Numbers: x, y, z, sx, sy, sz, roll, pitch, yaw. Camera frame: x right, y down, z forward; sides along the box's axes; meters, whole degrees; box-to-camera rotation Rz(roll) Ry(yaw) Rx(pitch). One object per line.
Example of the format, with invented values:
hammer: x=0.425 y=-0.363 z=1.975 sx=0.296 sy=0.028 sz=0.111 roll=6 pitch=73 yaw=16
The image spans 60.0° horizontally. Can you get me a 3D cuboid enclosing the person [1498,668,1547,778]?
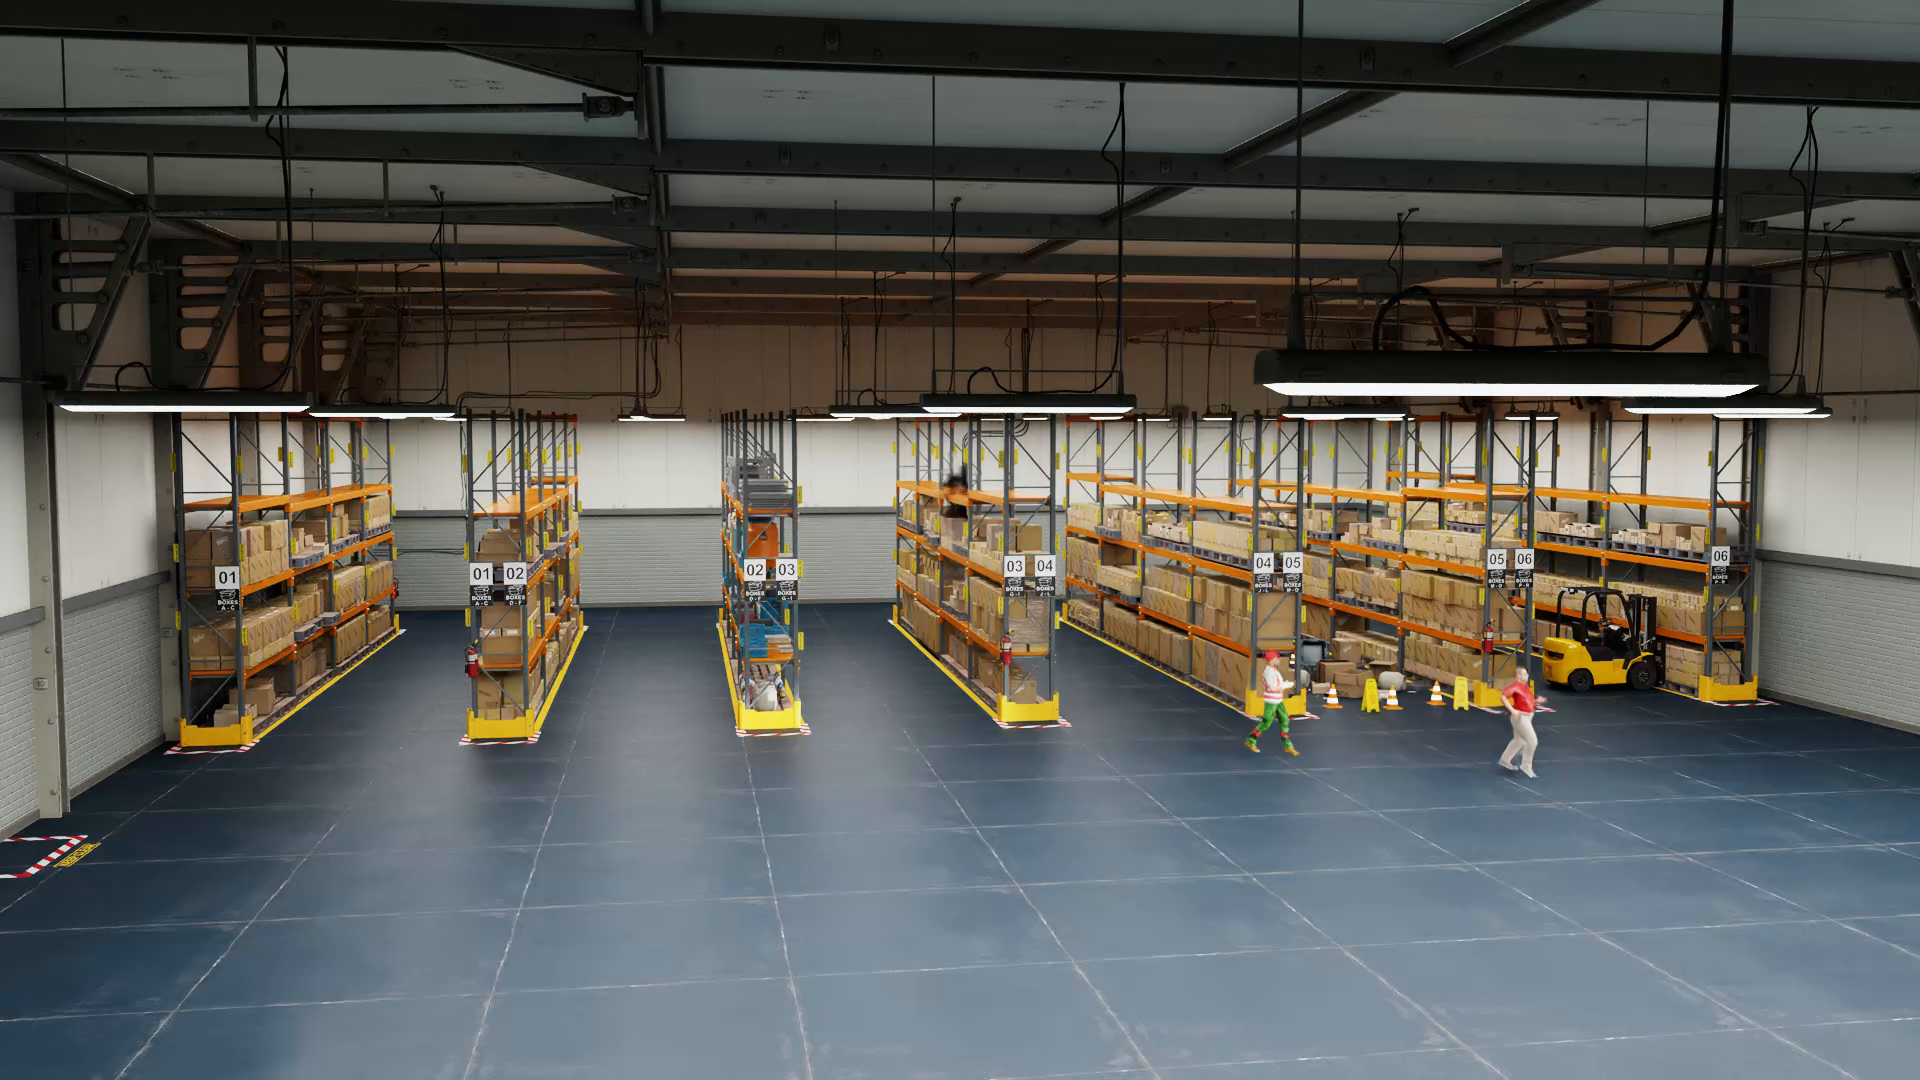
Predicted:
person: x=9.172 y=2.980 z=27.123 sx=0.731 sy=1.798 sz=0.639 roll=2 pitch=5 yaw=30

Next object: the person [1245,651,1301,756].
person: x=5.387 y=2.803 z=28.614 sx=0.939 sy=1.798 sz=0.666 roll=2 pitch=4 yaw=25

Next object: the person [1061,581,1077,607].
person: x=3.331 y=1.483 z=49.697 sx=0.694 sy=1.601 sz=0.515 roll=-1 pitch=4 yaw=-16
